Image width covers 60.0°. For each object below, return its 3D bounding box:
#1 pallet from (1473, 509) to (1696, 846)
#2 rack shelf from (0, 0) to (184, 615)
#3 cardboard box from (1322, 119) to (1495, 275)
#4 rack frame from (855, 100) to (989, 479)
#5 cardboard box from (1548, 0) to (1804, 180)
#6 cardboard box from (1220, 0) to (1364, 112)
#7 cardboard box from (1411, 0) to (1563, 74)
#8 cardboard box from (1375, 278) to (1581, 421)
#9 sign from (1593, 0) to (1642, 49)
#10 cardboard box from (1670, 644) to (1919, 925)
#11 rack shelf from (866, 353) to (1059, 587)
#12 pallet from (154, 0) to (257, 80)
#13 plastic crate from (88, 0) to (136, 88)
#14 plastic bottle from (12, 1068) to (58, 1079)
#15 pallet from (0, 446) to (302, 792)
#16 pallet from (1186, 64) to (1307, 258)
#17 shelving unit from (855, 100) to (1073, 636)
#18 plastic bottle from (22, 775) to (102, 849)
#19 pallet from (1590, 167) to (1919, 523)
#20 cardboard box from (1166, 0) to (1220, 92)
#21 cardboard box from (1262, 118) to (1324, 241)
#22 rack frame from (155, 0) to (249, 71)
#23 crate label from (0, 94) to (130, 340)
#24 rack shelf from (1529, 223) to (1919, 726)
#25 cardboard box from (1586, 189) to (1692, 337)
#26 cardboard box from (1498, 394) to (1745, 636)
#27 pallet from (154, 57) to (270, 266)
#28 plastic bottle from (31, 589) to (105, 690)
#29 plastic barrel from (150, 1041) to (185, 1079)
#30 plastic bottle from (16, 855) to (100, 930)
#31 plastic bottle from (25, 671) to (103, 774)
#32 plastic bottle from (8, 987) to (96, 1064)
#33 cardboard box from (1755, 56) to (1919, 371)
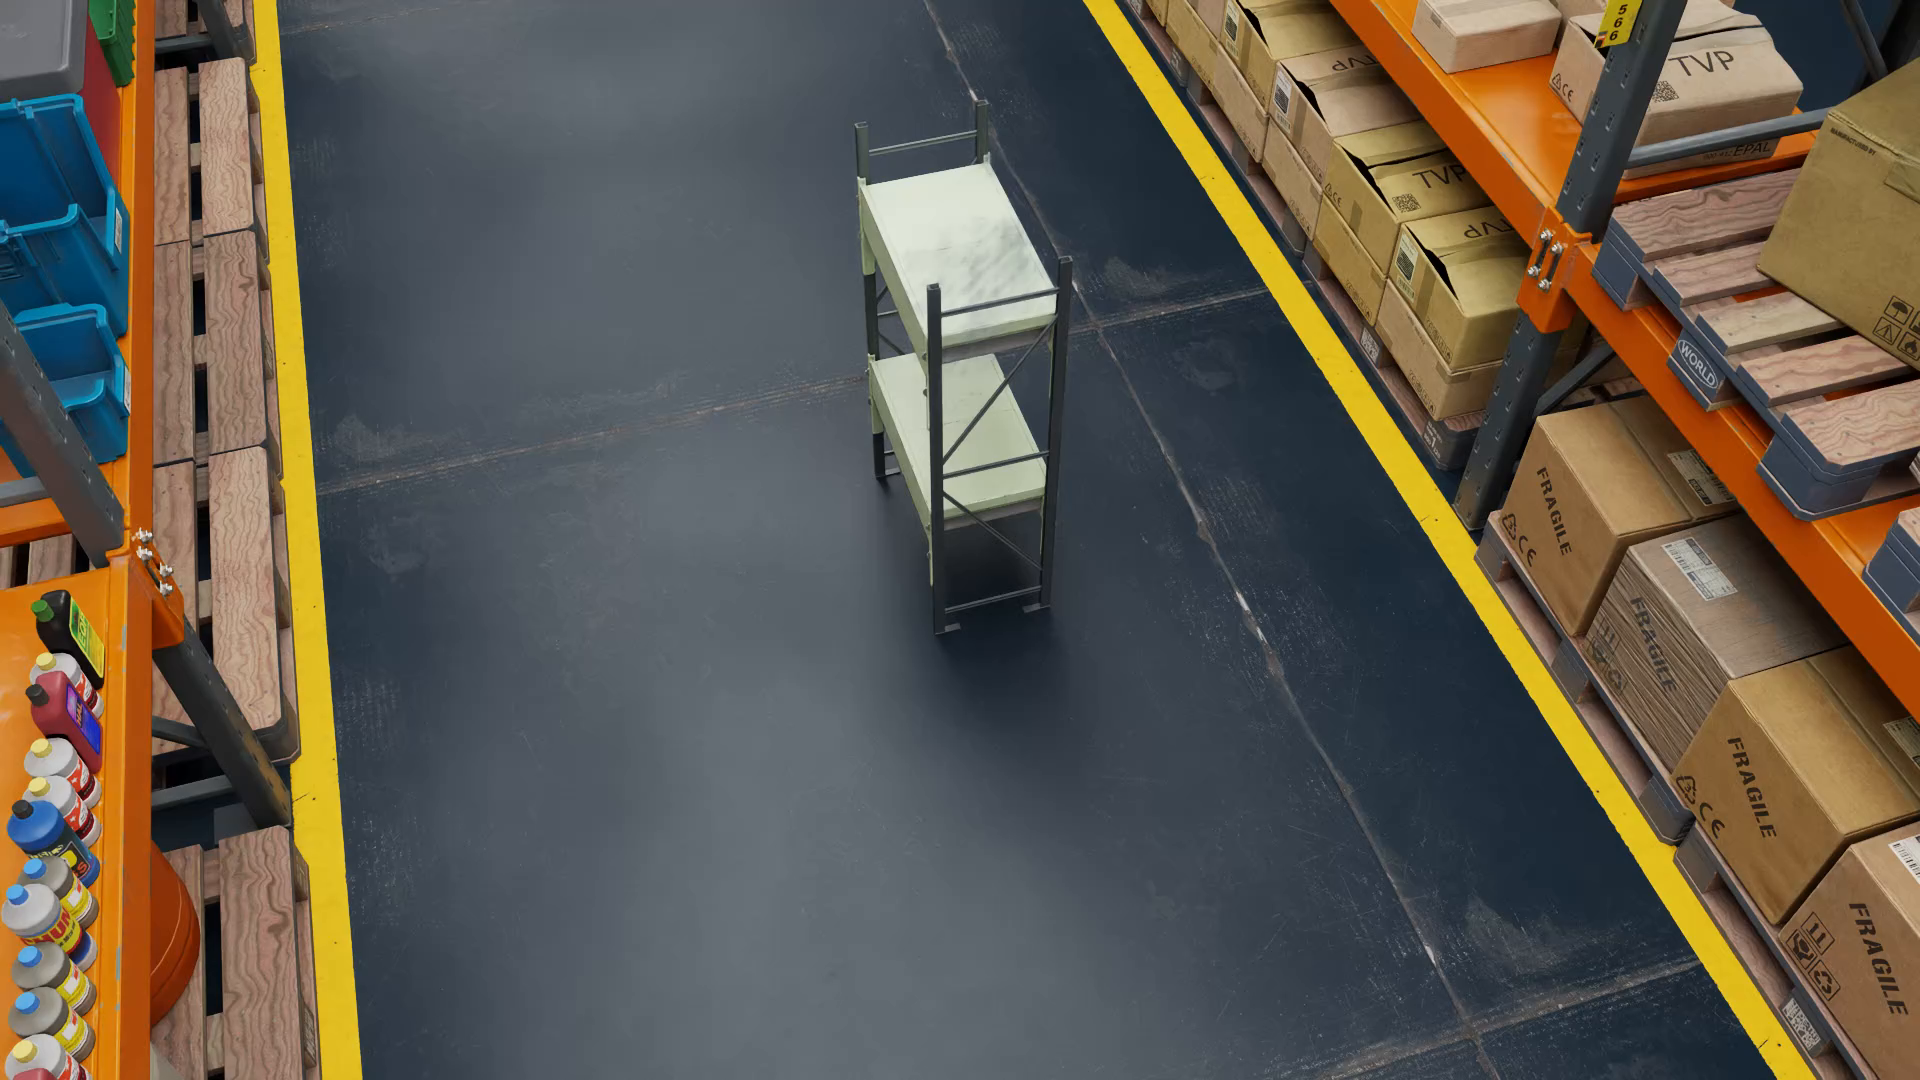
[{"bbox_3d":[2.407,0.304,5.356,1.003,0.211,1.213,-13,51,-11],"label":"pallet"},{"bbox_3d":[-3.102,-1.260,5.321,1.077,0.370,4.000,-13,51,-11],"label":"rack shelf"},{"bbox_3d":[1.672,-1.283,6.027,0.500,0.311,0.500,-14,51,-12],"label":"cardboard box"},{"bbox_3d":[-0.110,-0.756,5.406,0.400,1.500,0.023,-13,51,-11],"label":"rack frame"},{"bbox_3d":[2.157,-1.395,5.023,0.500,0.311,0.500,-10,51,-9],"label":"cardboard box"},{"bbox_3d":[1.380,-2.019,6.647,0.500,0.311,0.500,-12,51,-10],"label":"cardboard box"},{"bbox_3d":[1.692,-1.662,5.353,0.380,0.149,0.250,-13,51,-11],"label":"cardboard box"},{"bbox_3d":[1.834,-0.727,5.924,0.500,0.250,0.500,-12,51,-10],"label":"cardboard box"},{"bbox_3d":[1.693,-1.394,4.206,0.100,0.325,0.005,-13,51,-11],"label":"sign"},{"bbox_3d":[2.388,0.661,4.578,0.500,0.500,0.500,-14,51,-11],"label":"cardboard box"},{"bbox_3d":[-0.002,-0.278,5.430,0.431,0.370,0.720,-13,51,-11],"label":"rack shelf"},{"bbox_3d":[-3.852,-2.554,7.765,1.003,0.211,1.213,-13,51,-11],"label":"pallet"},{"bbox_3d":[-2.909,-1.676,5.340,0.450,0.188,0.662,-13,51,-11],"label":"plastic crate"},{"bbox_3d":[-1.645,1.040,2.988,0.061,0.283,0.133,-13,51,-11],"label":"plastic bottle"},{"bbox_3d":[-2.703,0.293,5.365,1.003,0.211,1.213,-13,51,-11],"label":"pallet"},{"bbox_3d":[1.659,-1.749,7.087,1.003,0.211,1.213,-13,51,-11],"label":"pallet"},{"bbox_3d":[-0.002,-0.488,5.181,0.431,1.500,0.755,-13,51,-11],"label":"shelving unit"},{"bbox_3d":[-1.870,0.560,3.446,0.097,0.201,0.097,0,50,0],"label":"plastic bottle"},{"bbox_3d":[2.490,-0.607,4.426,1.213,0.211,1.003,-13,51,-11],"label":"pallet"},{"bbox_3d":[1.228,-2.217,7.181,0.500,0.250,0.500,-15,51,-12],"label":"cardboard box"},{"bbox_3d":[1.532,-1.470,6.551,0.500,0.250,0.500,-12,51,-10],"label":"cardboard box"},{"bbox_3d":[-3.693,-2.953,6.277,1.000,3.000,0.127,-13,51,-11],"label":"rack frame"},{"bbox_3d":[-2.546,-0.829,4.464,0.502,0.435,0.616,-13,51,-11],"label":"crate label"},{"bbox_3d":[2.814,0.544,3.800,1.077,0.370,4.000,-13,51,-11],"label":"rack shelf"},{"bbox_3d":[2.348,-1.027,5.811,0.500,0.311,0.500,-12,51,-10],"label":"cardboard box"},{"bbox_3d":[2.084,-0.087,5.209,0.500,0.500,0.500,-11,51,-9],"label":"cardboard box"},{"bbox_3d":[-3.424,-1.489,6.867,1.003,0.211,1.213,-13,51,-11],"label":"pallet"},{"bbox_3d":[-1.983,0.205,3.691,0.061,0.283,0.133,-13,51,-11],"label":"plastic bottle"},{"bbox_3d":[-2.097,1.381,3.976,0.421,0.512,0.421,0,50,0],"label":"plastic barrel"},{"bbox_3d":[-1.812,0.702,3.326,0.097,0.201,0.097,0,50,0],"label":"plastic bottle"},{"bbox_3d":[-1.915,0.374,3.549,0.061,0.283,0.133,-13,51,-11],"label":"plastic bottle"},{"bbox_3d":[-1.726,0.915,3.146,0.097,0.201,0.097,0,50,0],"label":"plastic bottle"},{"bbox_3d":[2.516,-0.882,4.191,0.700,0.500,0.500,-30,56,-23],"label":"cardboard box"}]
